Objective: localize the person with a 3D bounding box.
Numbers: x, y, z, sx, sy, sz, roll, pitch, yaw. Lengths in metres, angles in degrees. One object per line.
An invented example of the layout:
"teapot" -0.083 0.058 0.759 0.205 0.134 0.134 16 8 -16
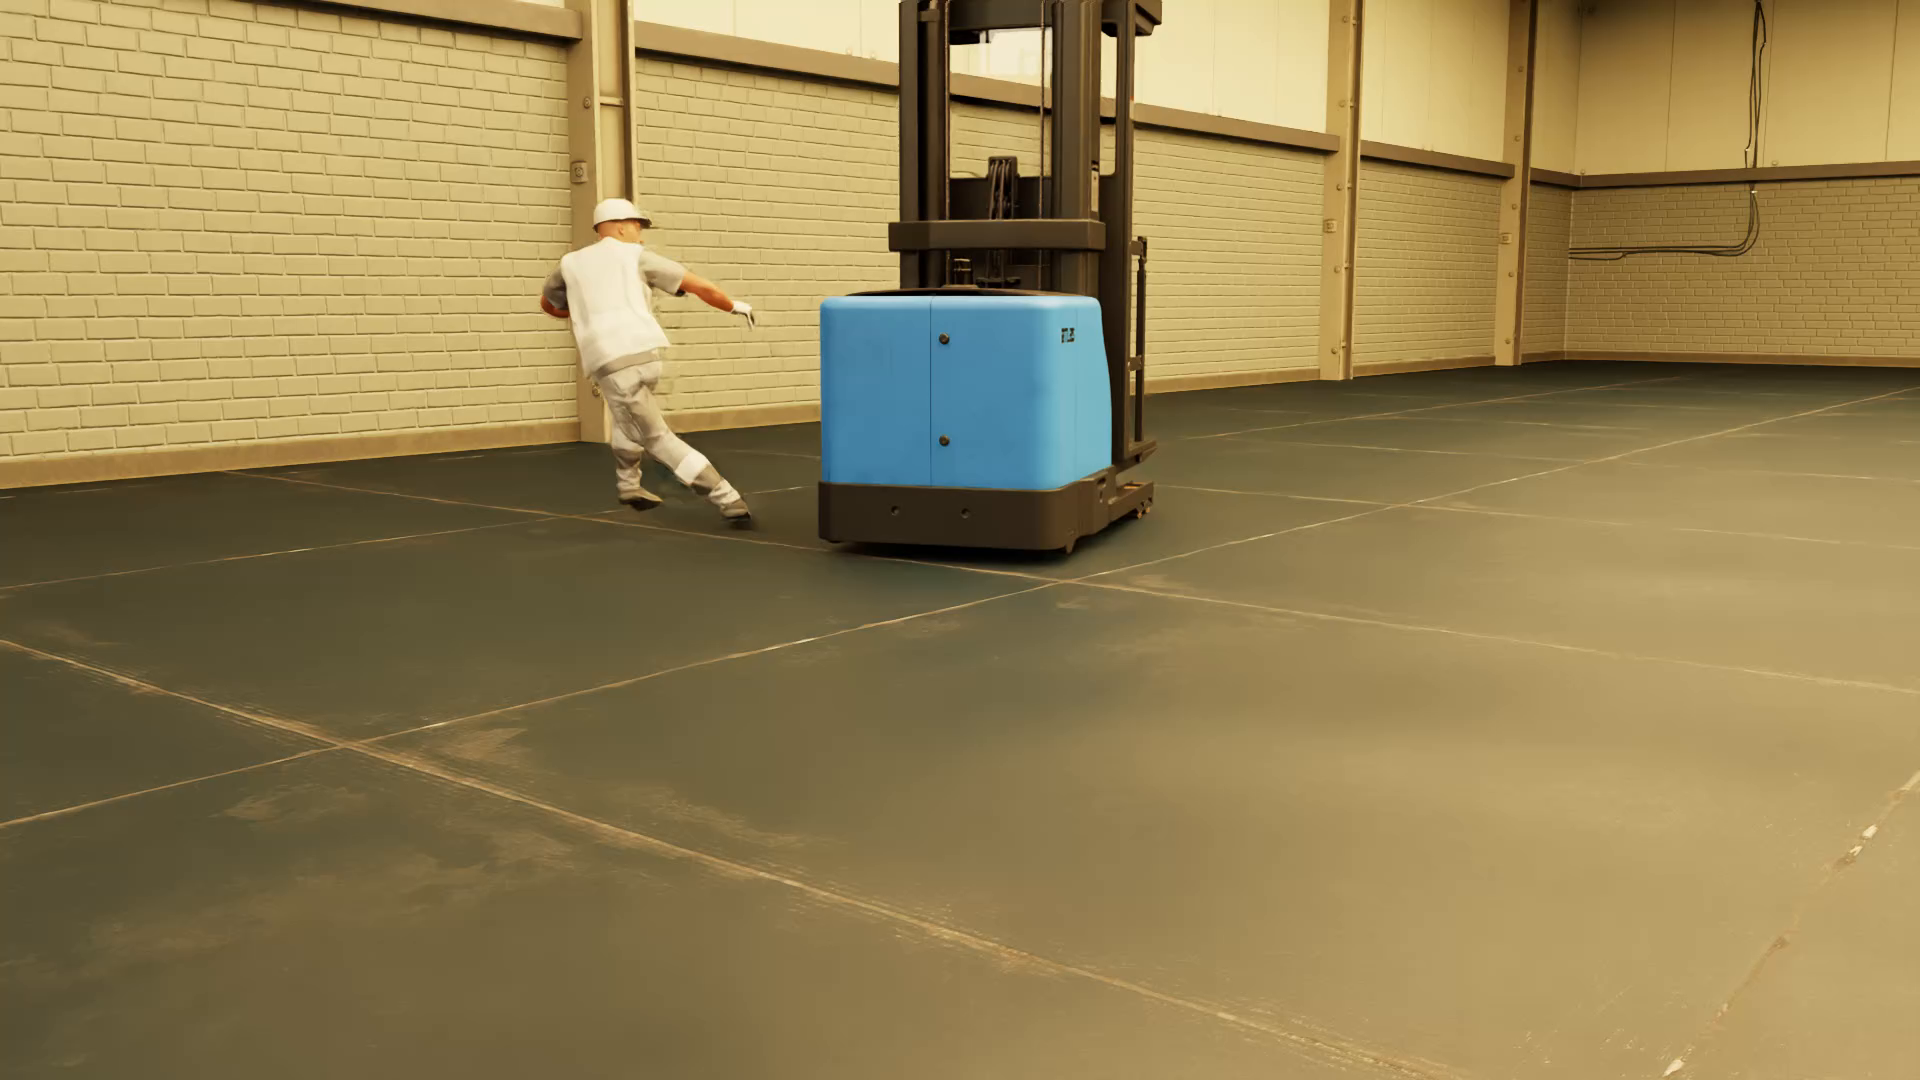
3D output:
"person" -1.476 -0.866 7.960 1.000 1.511 0.949 -2 9 -16

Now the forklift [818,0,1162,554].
"forklift" 0.338 -1.566 7.986 1.130 2.935 3.031 3 9 17
